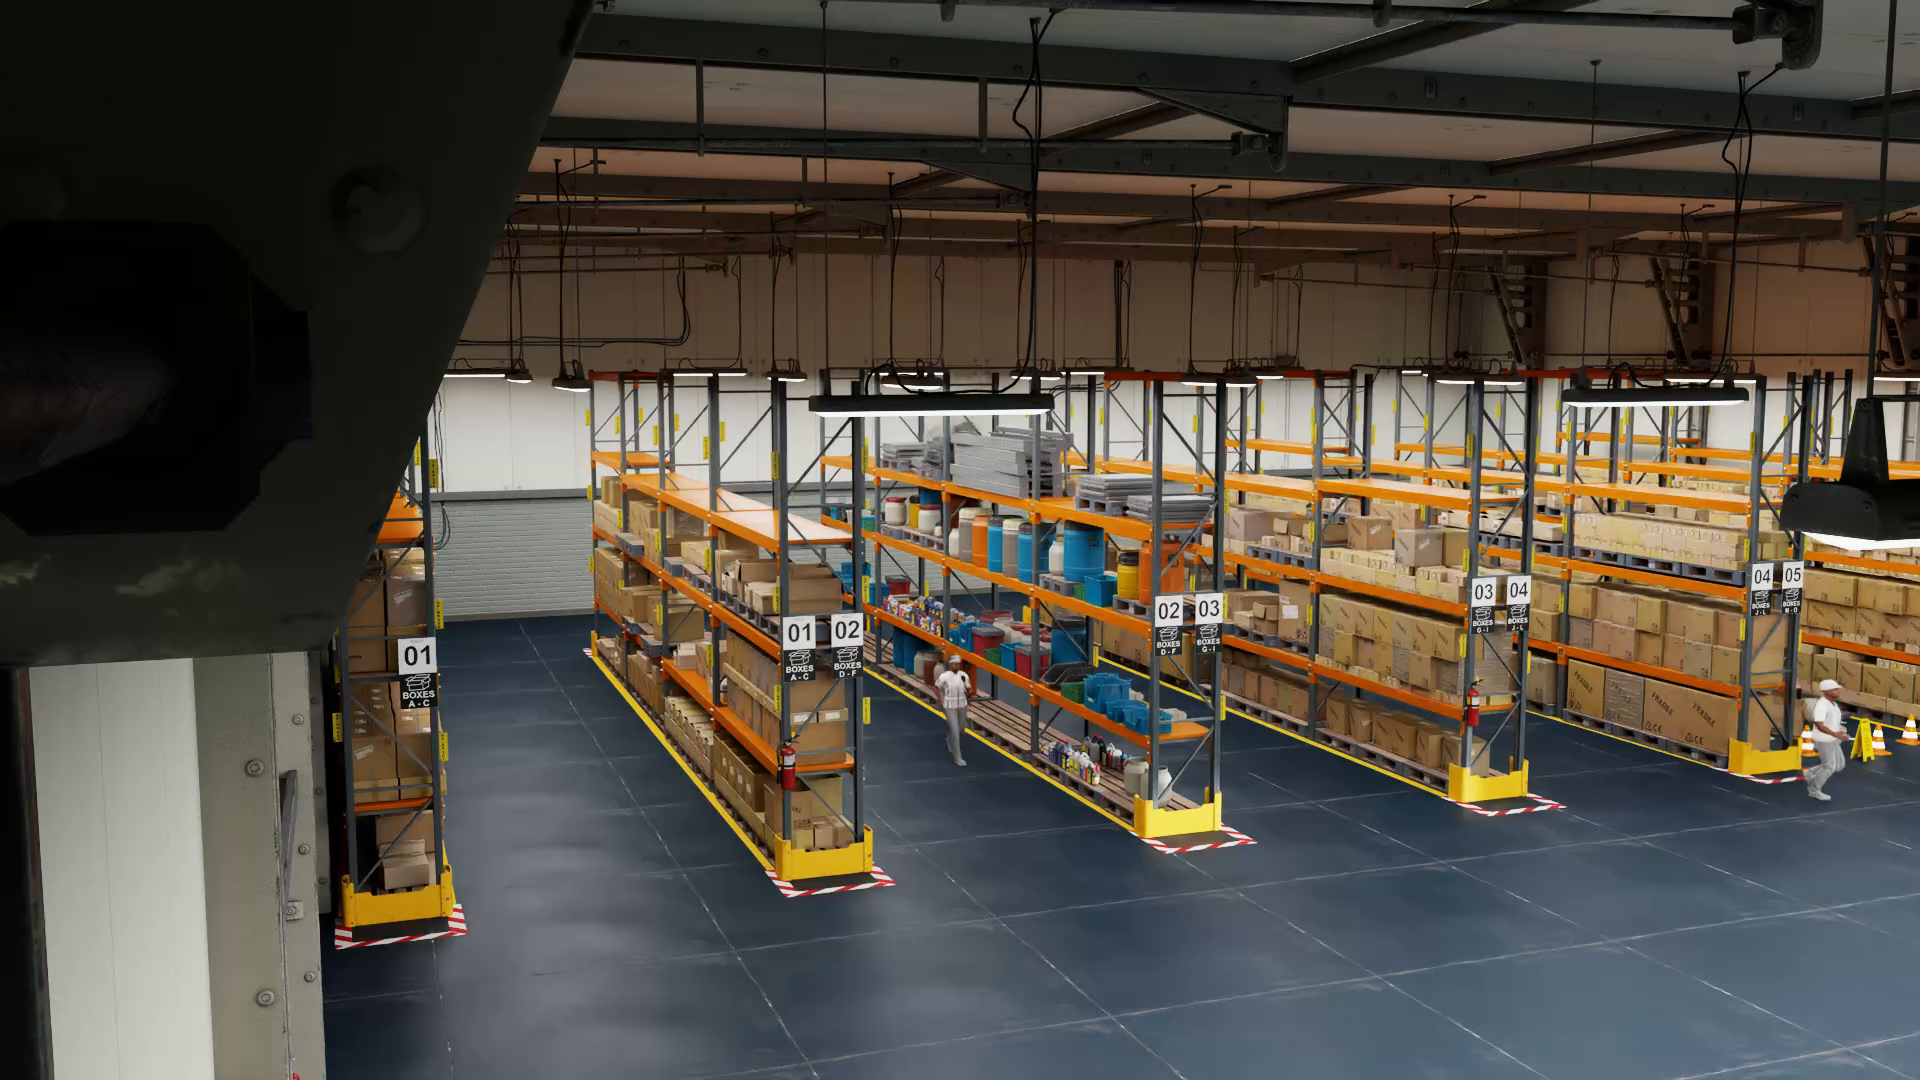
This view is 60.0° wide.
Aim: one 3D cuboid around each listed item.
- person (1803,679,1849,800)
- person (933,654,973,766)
[{"bbox_3d":[12.358,2.832,23.700,0.597,1.721,0.736,5,8,38],"label":"person"},{"bbox_3d":[-0.081,2.596,25.841,0.581,1.676,0.931,-3,7,-23],"label":"person"}]
